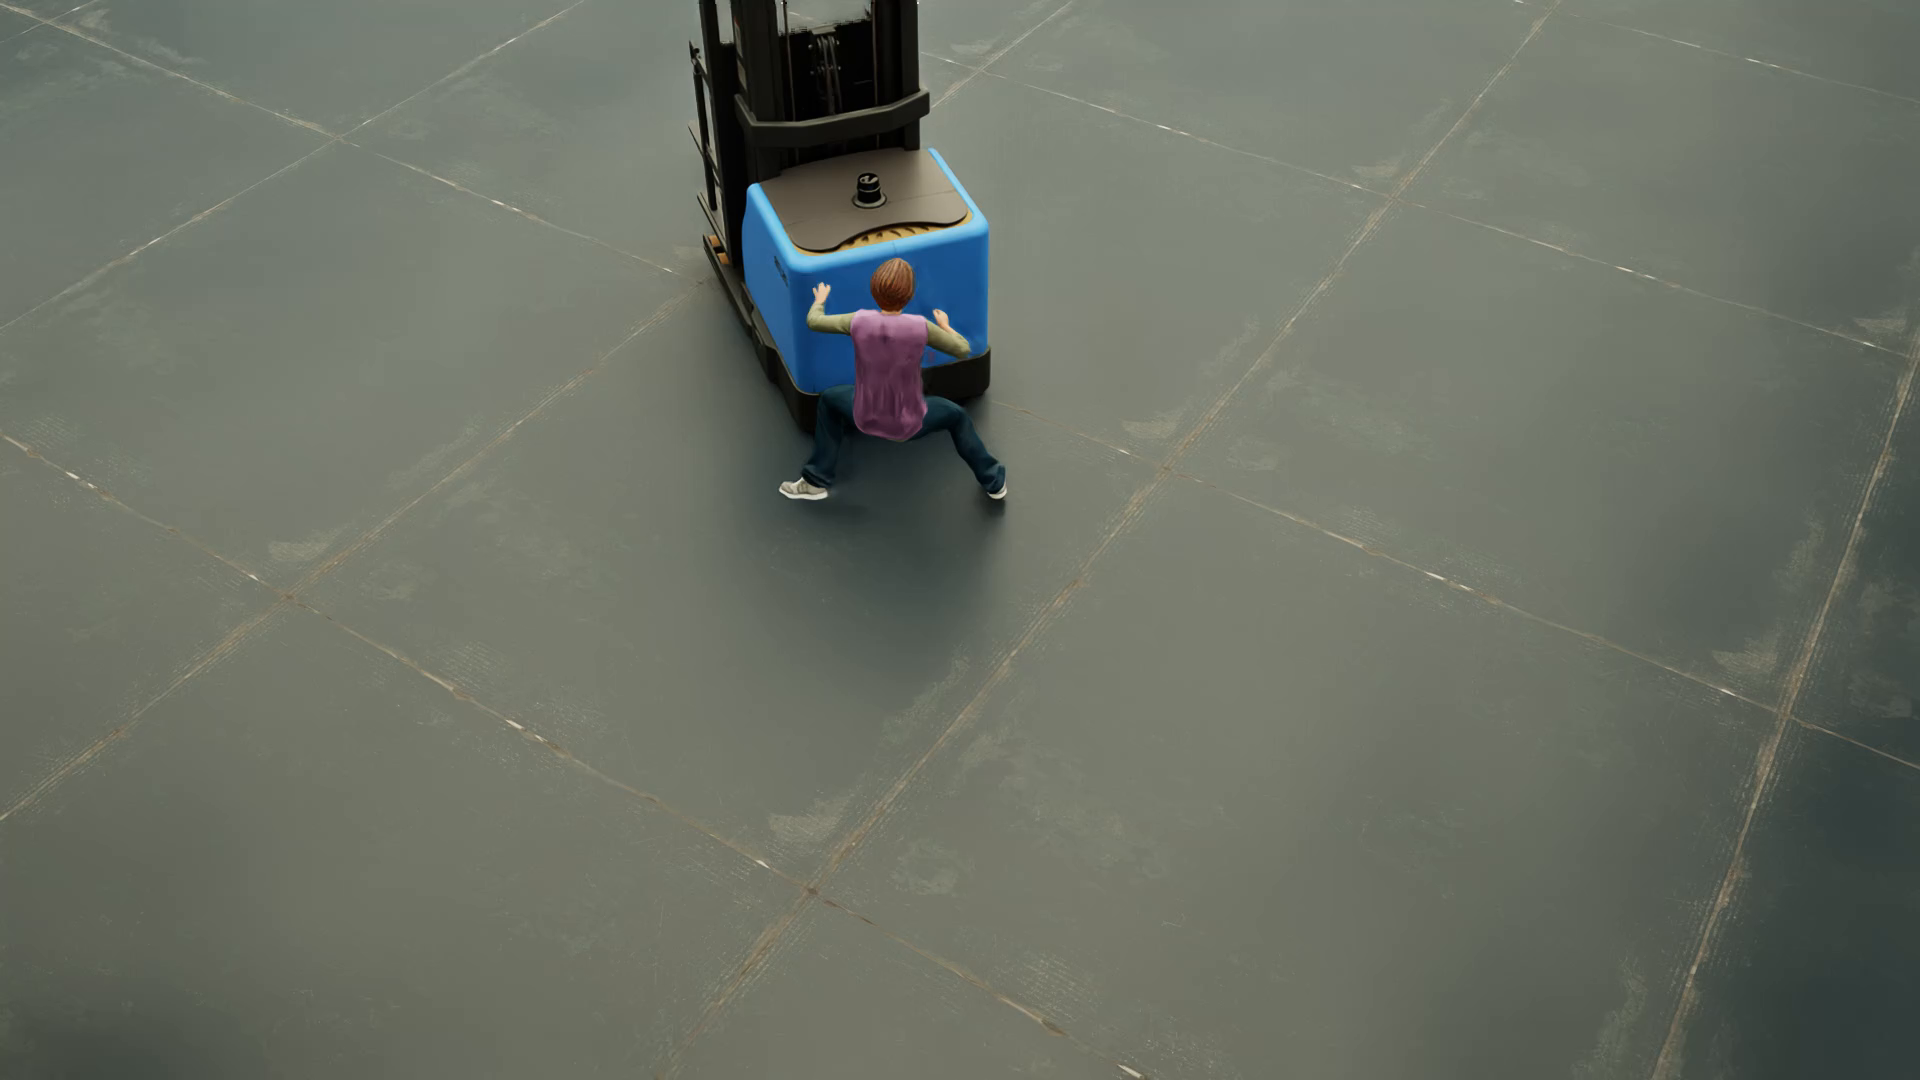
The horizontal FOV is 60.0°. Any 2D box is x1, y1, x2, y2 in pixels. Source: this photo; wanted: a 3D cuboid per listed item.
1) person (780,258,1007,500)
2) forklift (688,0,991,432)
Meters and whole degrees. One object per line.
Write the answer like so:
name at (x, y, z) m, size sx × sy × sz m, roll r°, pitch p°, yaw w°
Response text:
person at (-0.319, -0.741, 7.699) m, size 1.083 × 1.379 × 0.600 m, roll 8°, pitch 44°, yaw 8°
forklift at (-0.844, -2.641, 8.634) m, size 1.130 × 2.935 × 3.031 m, roll -15°, pitch 45°, yaw -15°
